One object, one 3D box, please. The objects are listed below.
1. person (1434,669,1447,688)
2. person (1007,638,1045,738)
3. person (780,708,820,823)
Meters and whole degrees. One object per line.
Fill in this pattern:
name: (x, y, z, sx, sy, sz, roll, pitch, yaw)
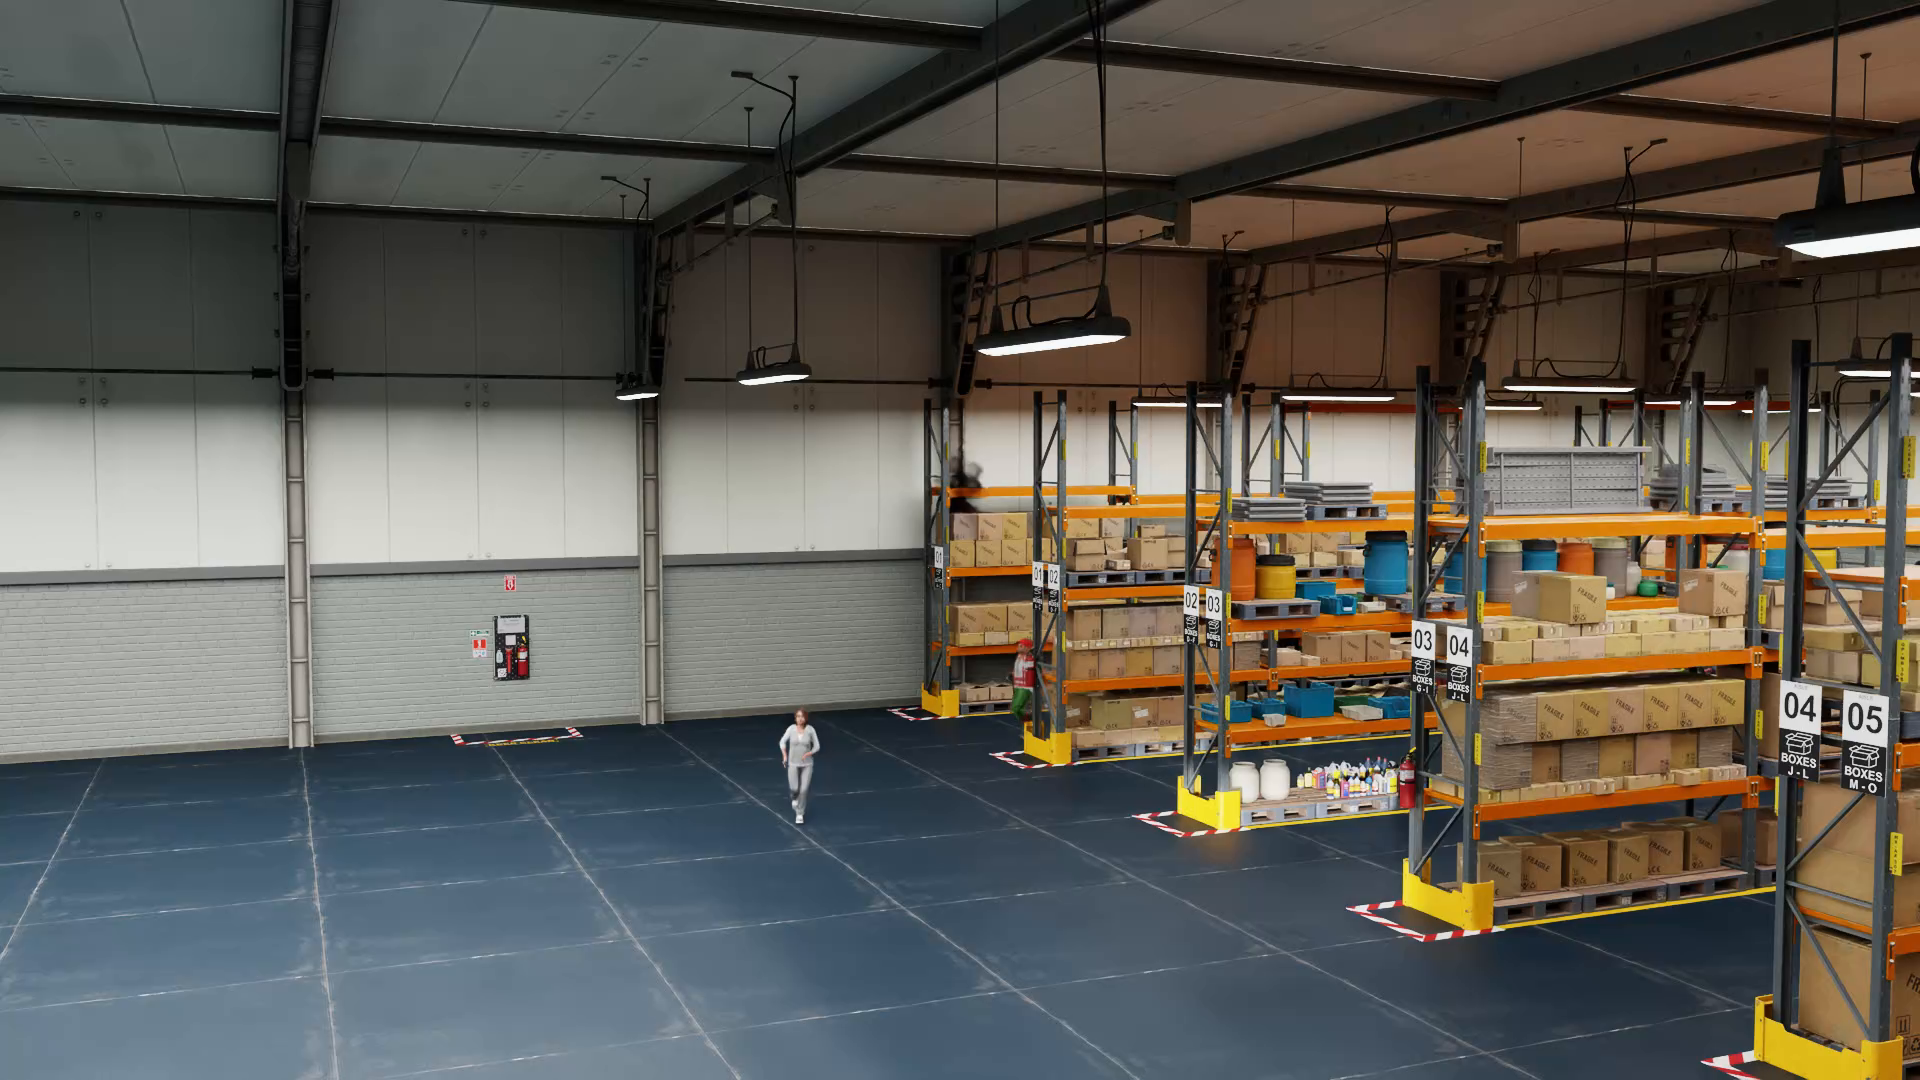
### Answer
person: (8.159, 2.678, 27.510, 0.757, 1.848, 0.724, -2, 4, -31)
person: (1.077, 2.574, 28.792, 0.540, 1.748, 0.727, -2, 4, -32)
person: (-2.173, 3.060, 22.555, 0.545, 1.554, 0.544, 0, 3, -5)
